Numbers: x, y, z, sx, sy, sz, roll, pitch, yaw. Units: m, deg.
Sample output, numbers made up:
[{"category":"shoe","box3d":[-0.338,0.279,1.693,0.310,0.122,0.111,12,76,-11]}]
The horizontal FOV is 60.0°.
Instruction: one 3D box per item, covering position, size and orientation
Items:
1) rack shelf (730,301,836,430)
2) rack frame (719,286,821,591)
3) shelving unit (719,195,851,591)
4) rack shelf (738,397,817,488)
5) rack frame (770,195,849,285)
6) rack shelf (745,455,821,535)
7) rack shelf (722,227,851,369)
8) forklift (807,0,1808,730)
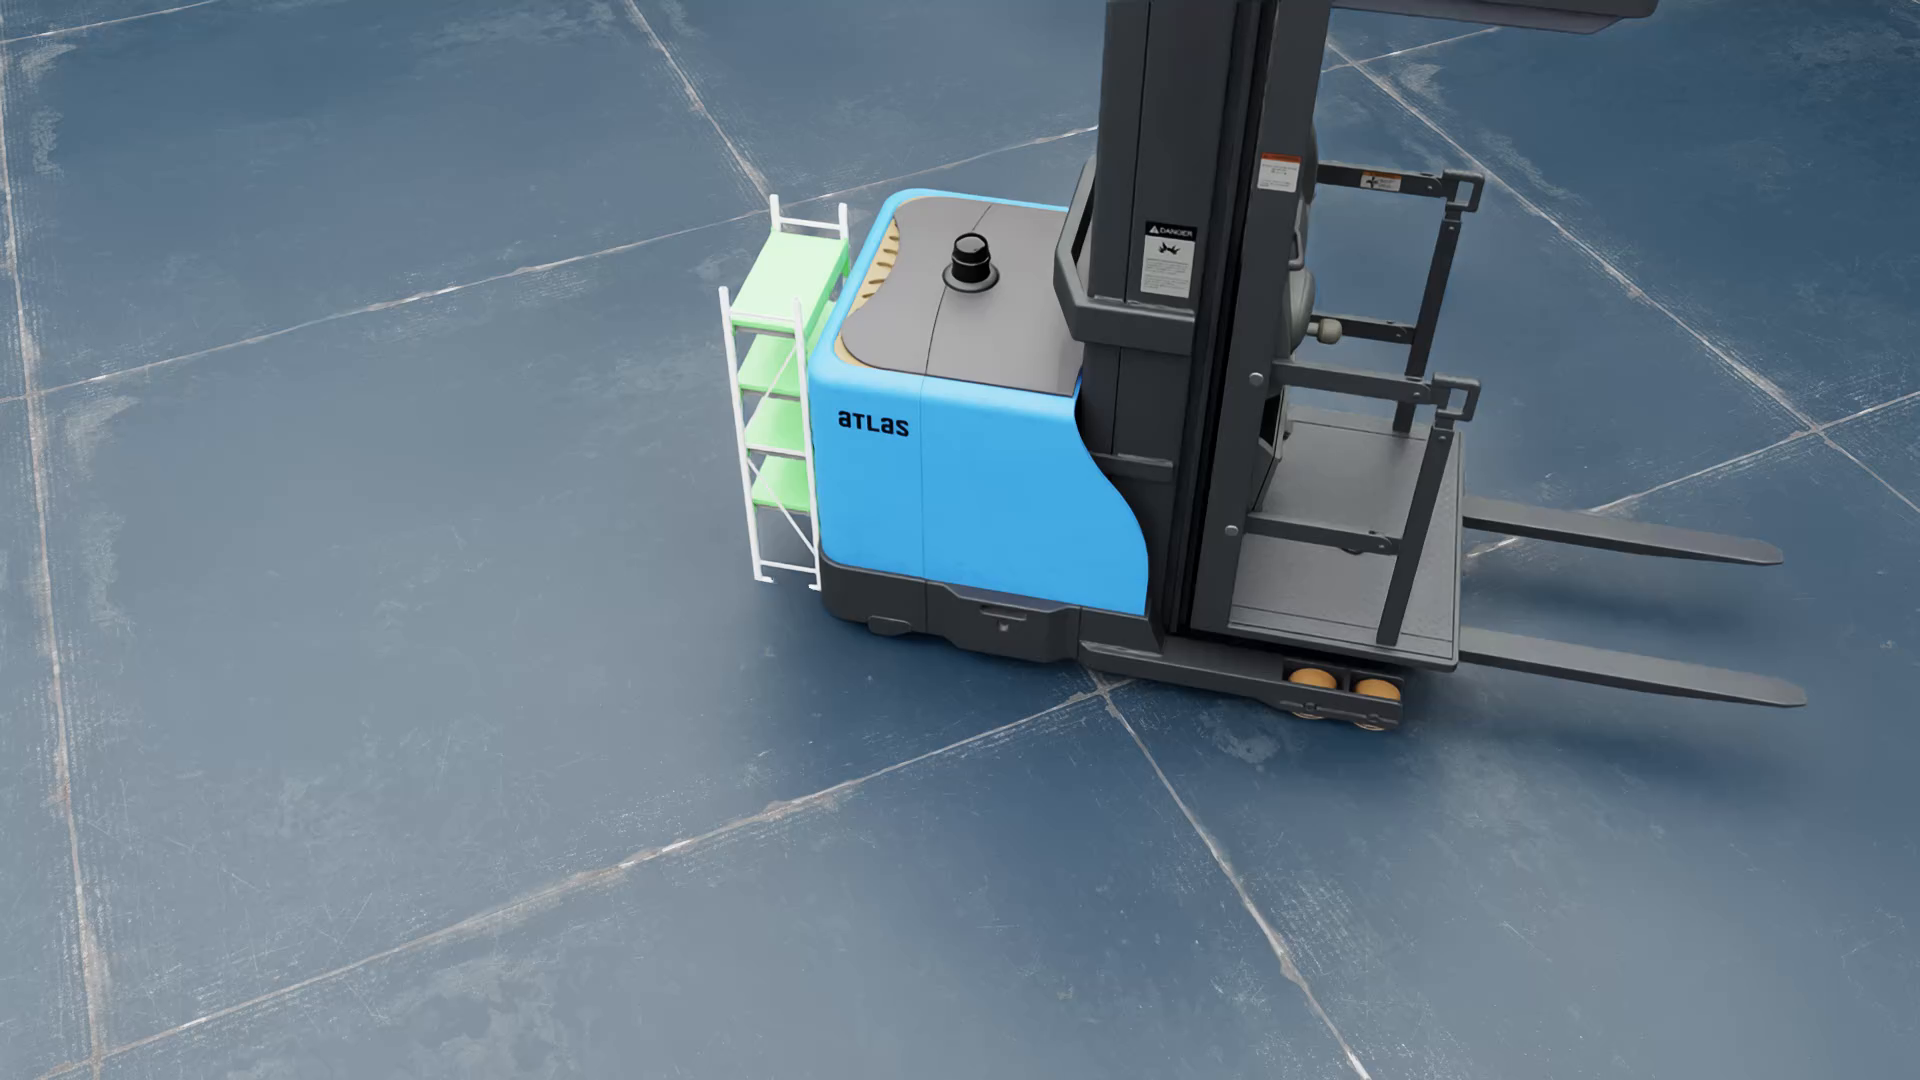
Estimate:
[{"category":"rack shelf","box3d":[-0.519,-0.571,5.224,0.258,0.148,0.480,9,45,9]},{"category":"rack frame","box3d":[-0.573,-0.279,5.178,0.240,1.200,0.015,9,45,9]},{"category":"shelving unit","box3d":[-0.519,-0.446,5.348,0.258,1.200,0.503,9,45,9]},{"category":"rack shelf","box3d":[-0.519,-0.401,5.393,0.258,0.148,0.480,9,45,9]},{"category":"rack frame","box3d":[-0.466,-0.613,5.517,0.240,1.200,0.015,9,45,9]},{"category":"rack shelf","box3d":[-0.519,-0.230,5.561,0.258,0.148,0.480,9,45,9]},{"category":"rack shelf","box3d":[-0.519,-0.742,5.056,0.258,0.148,0.480,9,45,9]},{"category":"forklift","box3d":[1.119,-0.867,4.542,3.031,2.935,1.130,9,45,9]}]
